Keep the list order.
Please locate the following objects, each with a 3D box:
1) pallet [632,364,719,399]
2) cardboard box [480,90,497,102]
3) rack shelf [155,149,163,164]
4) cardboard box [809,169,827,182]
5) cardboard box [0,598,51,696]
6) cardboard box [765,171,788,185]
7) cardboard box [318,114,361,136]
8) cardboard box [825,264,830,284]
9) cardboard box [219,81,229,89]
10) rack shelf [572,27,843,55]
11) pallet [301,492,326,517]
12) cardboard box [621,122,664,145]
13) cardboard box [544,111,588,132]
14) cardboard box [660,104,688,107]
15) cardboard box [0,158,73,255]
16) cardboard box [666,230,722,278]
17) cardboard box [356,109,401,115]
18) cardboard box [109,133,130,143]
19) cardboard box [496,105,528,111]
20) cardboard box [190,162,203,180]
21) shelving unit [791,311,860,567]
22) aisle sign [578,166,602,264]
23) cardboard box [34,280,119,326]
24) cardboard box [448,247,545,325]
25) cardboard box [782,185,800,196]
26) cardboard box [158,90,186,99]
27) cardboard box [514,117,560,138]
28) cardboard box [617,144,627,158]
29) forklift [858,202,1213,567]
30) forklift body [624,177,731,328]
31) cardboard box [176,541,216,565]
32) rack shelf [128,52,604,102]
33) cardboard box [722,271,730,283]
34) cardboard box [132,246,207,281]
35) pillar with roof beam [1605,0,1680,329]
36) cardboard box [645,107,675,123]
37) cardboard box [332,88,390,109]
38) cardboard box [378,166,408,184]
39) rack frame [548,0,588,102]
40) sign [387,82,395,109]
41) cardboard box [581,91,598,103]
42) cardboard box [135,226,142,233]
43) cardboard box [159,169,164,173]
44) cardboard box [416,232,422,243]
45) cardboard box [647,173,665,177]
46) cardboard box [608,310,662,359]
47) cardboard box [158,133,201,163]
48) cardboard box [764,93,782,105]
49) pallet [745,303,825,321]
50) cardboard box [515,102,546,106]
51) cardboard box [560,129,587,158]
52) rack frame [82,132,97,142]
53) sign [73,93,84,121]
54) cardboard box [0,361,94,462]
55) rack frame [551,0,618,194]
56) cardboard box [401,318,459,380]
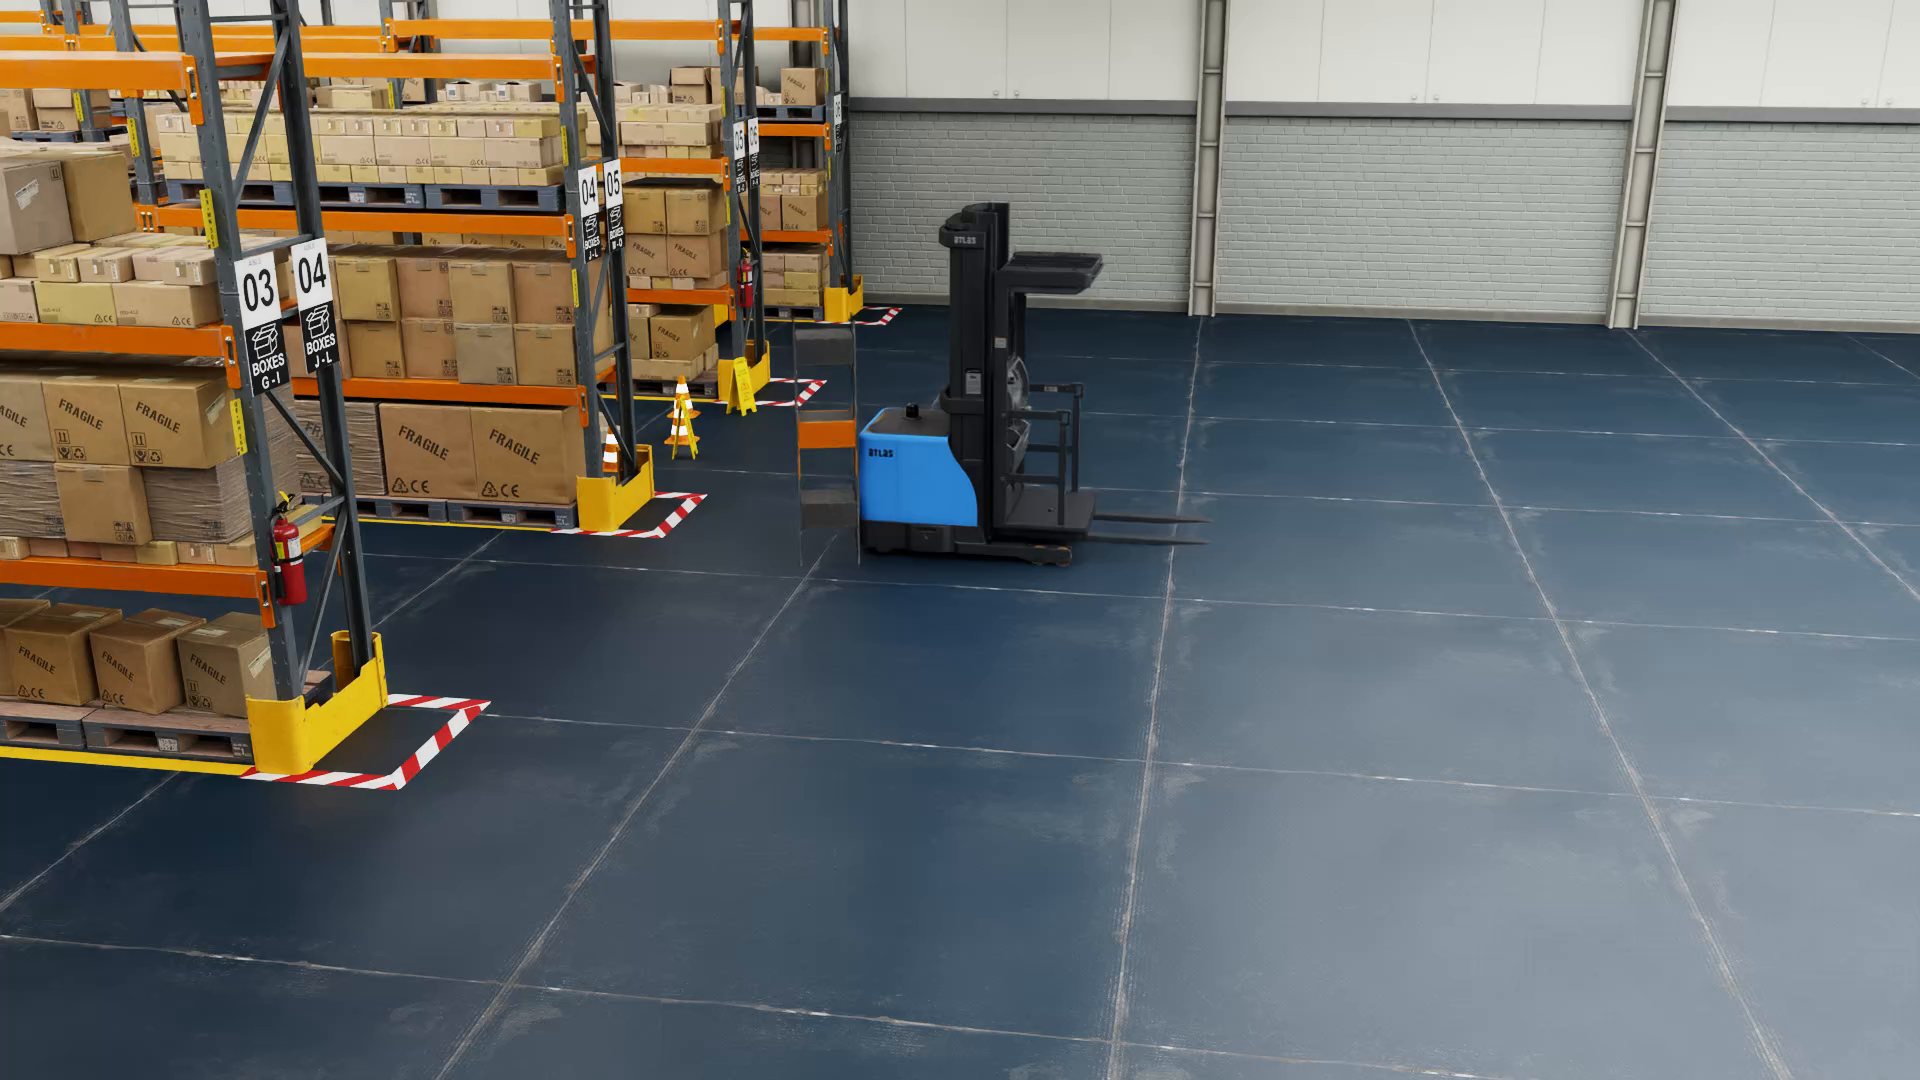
[{"bbox_3d":[-3.412,-1.973,20.367,1.213,0.211,1.003,3,19,9],"label":"pallet"},{"bbox_3d":[-6.840,-6.506,24.370,0.250,0.149,0.380,3,19,9],"label":"cardboard box"},{"bbox_3d":[-8.464,-4.623,20.299,4.000,0.370,1.077,3,19,9],"label":"rack shelf"},{"bbox_3d":[-2.054,-5.375,24.491,0.250,0.149,0.380,3,19,8],"label":"cardboard box"},{"bbox_3d":[-6.481,0.716,11.214,0.500,0.500,0.500,1,19,4],"label":"cardboard box"},{"bbox_3d":[-2.655,-5.250,24.119,0.250,0.149,0.380,3,19,10],"label":"cardboard box"},{"bbox_3d":[-5.368,-3.612,14.463,0.250,0.149,0.380,3,19,8],"label":"cardboard box"},{"bbox_3d":[-2.188,-4.016,24.962,0.500,0.250,0.500,3,19,10],"label":"cardboard box"},{"bbox_3d":[-11.074,-6.857,24.981,0.250,0.149,0.380,3,19,7],"label":"cardboard box"},{"bbox_3d":[-3.731,-7.210,23.933,4.000,0.370,1.077,3,19,9],"label":"rack shelf"},{"bbox_3d":[-6.437,-0.500,15.964,1.213,0.211,1.003,3,19,9],"label":"pallet"},{"bbox_3d":[-3.583,-4.703,19.173,0.500,0.250,0.500,3,19,8],"label":"cardboard box"},{"bbox_3d":[-3.505,-3.728,14.811,0.250,0.149,0.380,3,19,9],"label":"cardboard box"},{"bbox_3d":[-3.347,-5.042,19.558,0.250,0.149,0.380,3,19,9],"label":"cardboard box"},{"bbox_3d":[-5.683,-1.982,9.857,0.500,0.500,0.500,3,19,9],"label":"cardboard box"},{"bbox_3d":[-3.120,-3.369,19.519,0.500,0.500,0.500,3,19,8],"label":"cardboard box"},{"bbox_3d":[-5.264,-3.818,15.080,0.250,0.149,0.380,3,19,9],"label":"cardboard box"},{"bbox_3d":[-10.155,-4.876,20.319,0.250,0.149,0.380,3,19,9],"label":"cardboard box"},{"bbox_3d":[-5.202,-4.966,19.329,0.250,0.149,0.380,2,19,7],"label":"cardboard box"},{"bbox_3d":[-6.614,-3.298,14.781,0.250,0.149,0.380,3,19,9],"label":"cardboard box"},{"bbox_3d":[-1.128,-0.841,14.009,0.503,2.100,0.431,-2,19,-7],"label":"shelving unit"},{"bbox_3d":[-3.203,-2.819,14.404,0.004,0.787,0.394,3,19,9],"label":"aisle sign"},{"bbox_3d":[-5.122,-1.455,9.934,0.500,0.250,0.500,3,19,9],"label":"cardboard box"},{"bbox_3d":[-4.144,-2.297,15.001,0.550,0.550,0.875,3,19,9],"label":"cardboard box"},{"bbox_3d":[-2.401,-5.083,24.088,0.250,0.149,0.380,3,19,10],"label":"cardboard box"},{"bbox_3d":[-11.851,-6.740,25.068,0.250,0.149,0.380,3,19,10],"label":"cardboard box"},{"bbox_3d":[-3.612,-3.522,14.196,0.250,0.149,0.380,3,19,9],"label":"cardboard box"},{"bbox_3d":[-3.938,-4.531,19.286,0.250,0.149,0.380,3,19,8],"label":"cardboard box"},{"bbox_3d":[0.683,-1.345,14.203,3.031,2.935,1.130,3,19,10],"label":"forklift"},{"bbox_3d":[-3.918,-3.916,23.118,1.214,2.155,2.313,3,19,9],"label":"forklift body"},{"bbox_3d":[-4.673,0.022,10.407,0.250,0.149,0.380,3,19,9],"label":"cardboard box"},{"bbox_3d":[-5.200,-4.099,14.634,4.000,0.370,1.077,3,19,9],"label":"rack shelf"},{"bbox_3d":[-2.843,-3.202,20.043,0.250,0.149,0.380,3,19,9],"label":"cardboard box"},{"bbox_3d":[-4.674,-1.641,9.862,0.250,0.149,0.380,2,19,7],"label":"cardboard box"},{"bbox_3d":[8.864,-6.005,18.567,0.400,9.000,9.100,3,19,9],"label":"pillar with roof beam"},{"bbox_3d":[-3.425,-4.878,19.066,0.250,0.149,0.380,3,19,8],"label":"cardboard box"},{"bbox_3d":[-7.082,-5.218,19.729,0.500,0.250,0.500,3,19,10],"label":"cardboard box"},{"bbox_3d":[-4.862,-3.208,14.514,0.250,0.149,0.380,3,19,9],"label":"cardboard box"},{"bbox_3d":[-5.706,-7.841,24.056,0.127,3.000,1.000,3,19,9],"label":"rack frame"},{"bbox_3d":[-6.574,-5.121,19.219,0.005,0.325,0.100,3,19,9],"label":"sign"},{"bbox_3d":[-5.311,-6.428,24.137,0.250,0.149,0.380,3,19,10],"label":"cardboard box"},{"bbox_3d":[-10.032,-3.935,20.547,0.500,0.500,0.500,2,19,7],"label":"cardboard box"},{"bbox_3d":[-11.877,-5.485,25.650,0.500,0.500,0.700,3,19,8],"label":"cardboard box"},{"bbox_3d":[-6.907,-3.942,20.569,0.500,0.500,0.500,3,19,10],"label":"cardboard box"},{"bbox_3d":[-4.414,-5.339,24.383,0.250,0.149,0.380,3,19,8],"label":"cardboard box"},{"bbox_3d":[-3.889,-2.474,19.960,0.500,0.500,0.500,4,19,11],"label":"cardboard box"},{"bbox_3d":[-6.737,-3.512,14.792,0.500,0.250,0.500,3,19,9],"label":"cardboard box"},{"bbox_3d":[-2.623,-6.291,23.728,0.250,0.149,0.380,2,19,7],"label":"cardboard box"},{"bbox_3d":[-2.518,-3.498,24.924,1.213,0.211,1.003,3,19,9],"label":"pallet"},{"bbox_3d":[-5.111,-5.127,19.812,0.250,0.149,0.380,3,19,8],"label":"cardboard box"},{"bbox_3d":[-3.662,-3.527,14.839,0.500,0.250,0.500,3,19,9],"label":"cardboard box"},{"bbox_3d":[-10.439,-3.642,20.961,0.127,3.000,1.000,3,19,9],"label":"rack frame"},{"bbox_3d":[-10.535,-5.174,19.872,0.005,0.325,0.100,3,19,9],"label":"sign"},{"bbox_3d":[-5.682,-0.797,10.256,0.500,0.500,0.500,3,19,9],"label":"cardboard box"},{"bbox_3d":[-3.226,-4.529,14.156,0.127,3.000,1.000,3,19,9],"label":"rack frame"},{"bbox_3d":[-4.679,-1.848,15.362,0.550,0.550,0.875,3,19,9],"label":"cardboard box"}]
